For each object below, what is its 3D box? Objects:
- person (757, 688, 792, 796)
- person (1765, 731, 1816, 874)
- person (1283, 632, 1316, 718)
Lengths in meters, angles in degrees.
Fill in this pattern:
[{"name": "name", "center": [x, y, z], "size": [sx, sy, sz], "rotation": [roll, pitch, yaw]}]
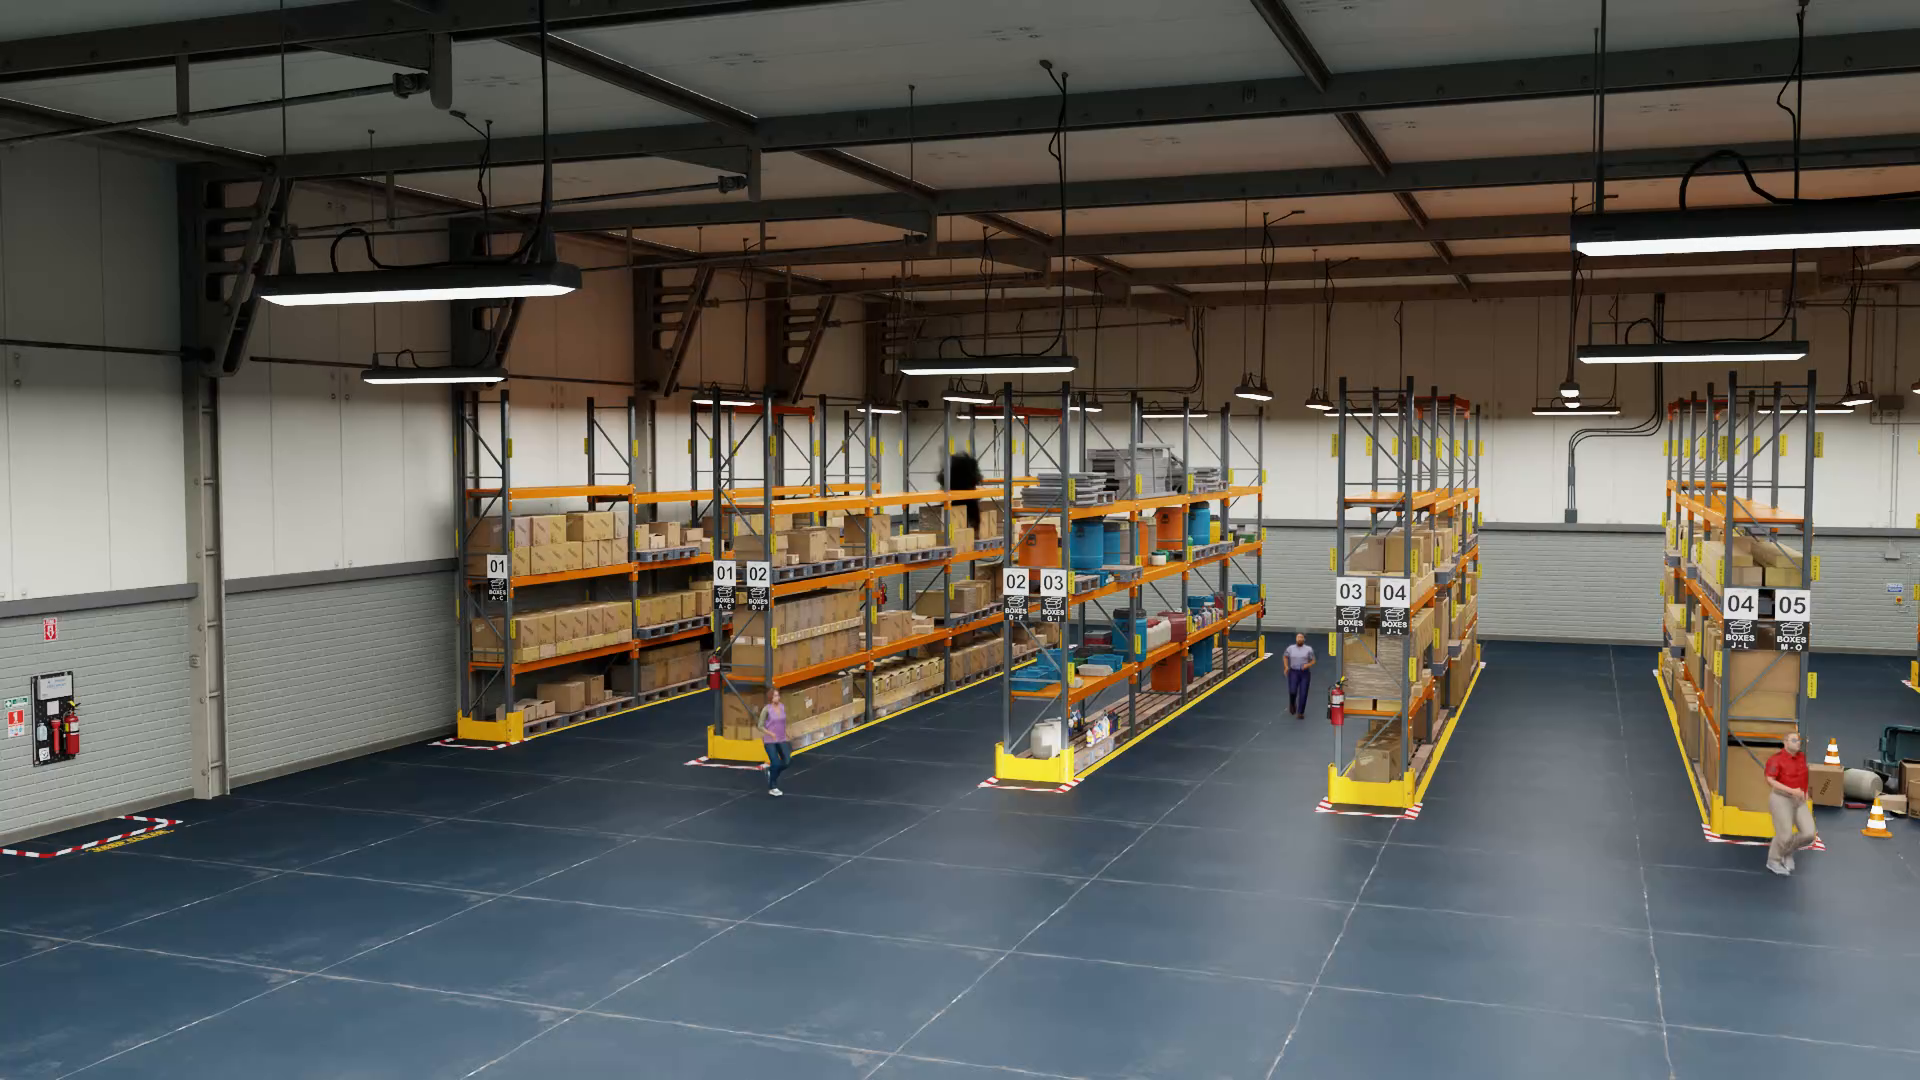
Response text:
[{"name": "person", "center": [-2.659, 2.901, 23.930], "size": [0.512, 1.546, 0.524], "rotation": [-2, 4, -38]}, {"name": "person", "center": [9.747, 3.080, 19.441], "size": [0.689, 1.687, 0.617], "rotation": [-1, 3, -18]}, {"name": "person", "center": [6.265, 2.516, 30.719], "size": [0.606, 1.578, 0.556], "rotation": [1, 3, 12]}]
